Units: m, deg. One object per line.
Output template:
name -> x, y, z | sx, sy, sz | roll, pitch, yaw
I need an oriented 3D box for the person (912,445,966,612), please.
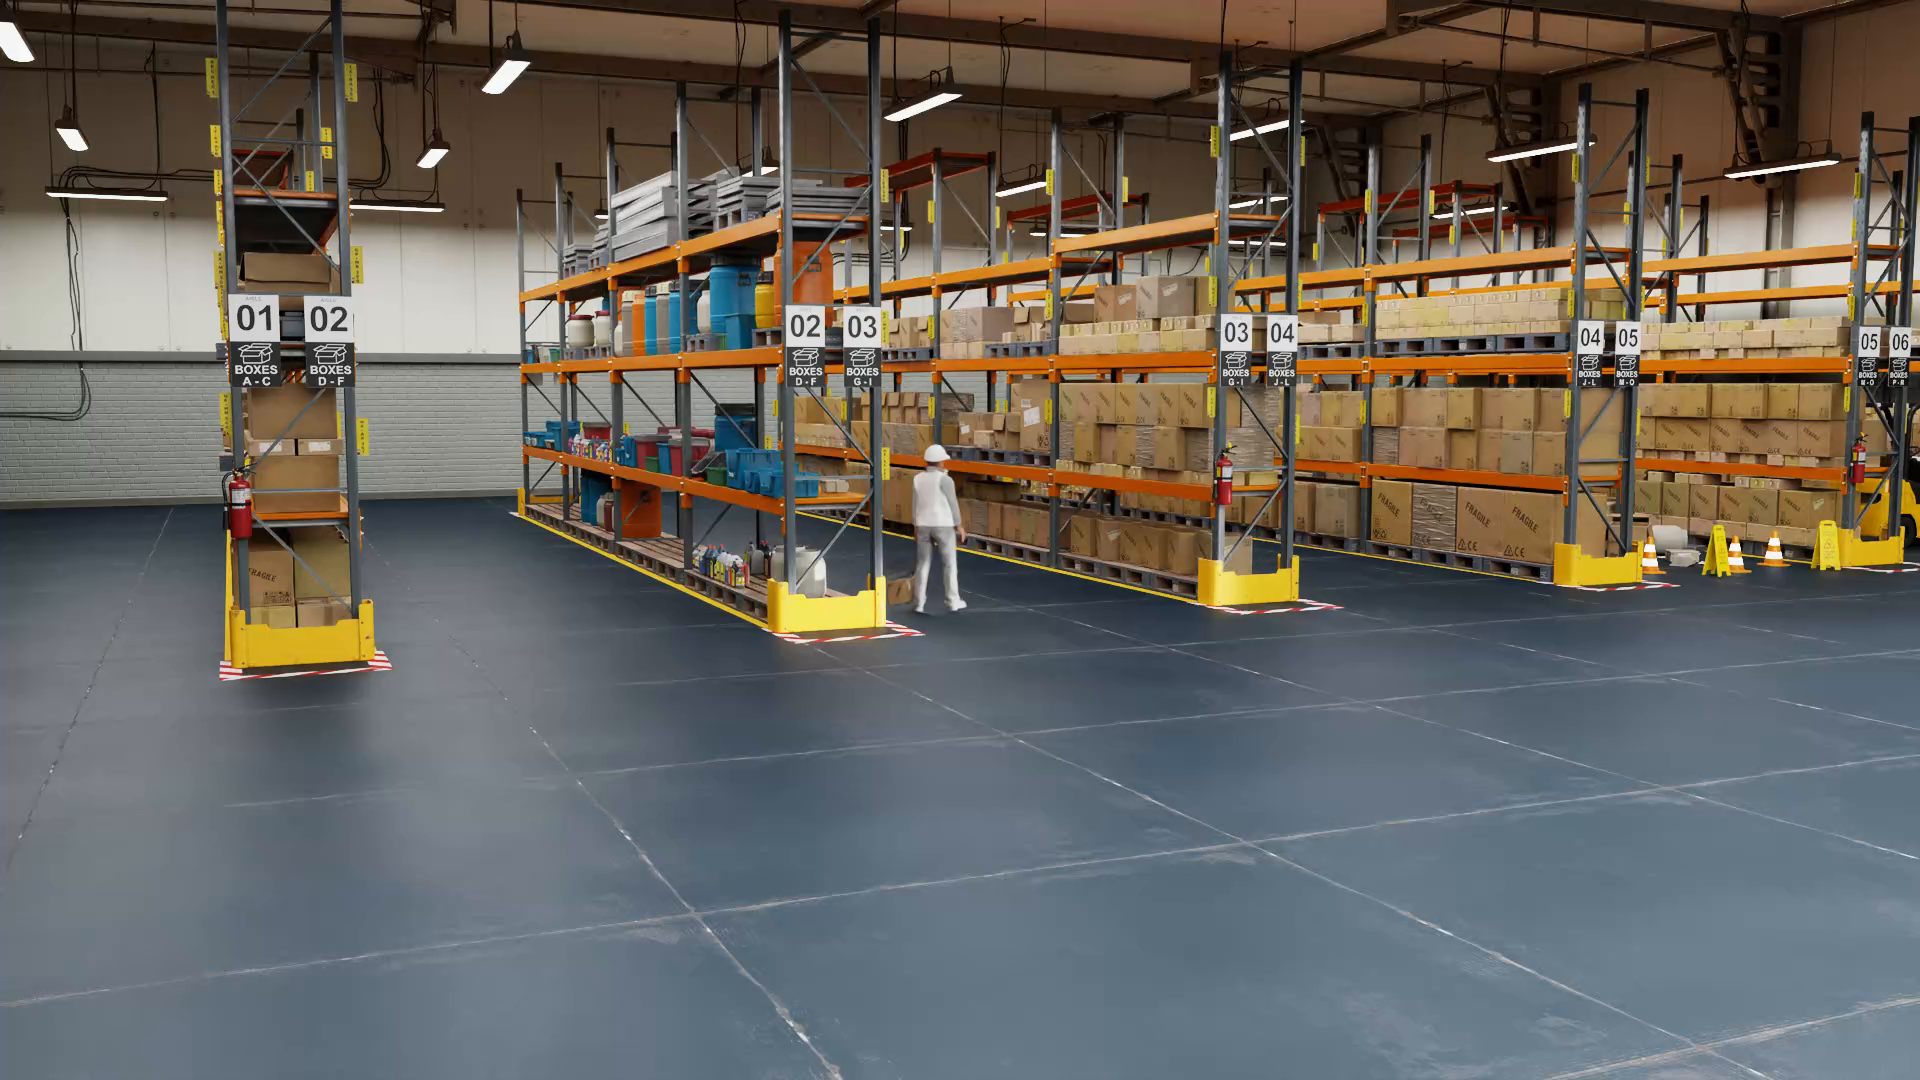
person -> -0.213, -0.131, 17.737 | 0.611, 1.775, 0.546 | 3, 6, 33
